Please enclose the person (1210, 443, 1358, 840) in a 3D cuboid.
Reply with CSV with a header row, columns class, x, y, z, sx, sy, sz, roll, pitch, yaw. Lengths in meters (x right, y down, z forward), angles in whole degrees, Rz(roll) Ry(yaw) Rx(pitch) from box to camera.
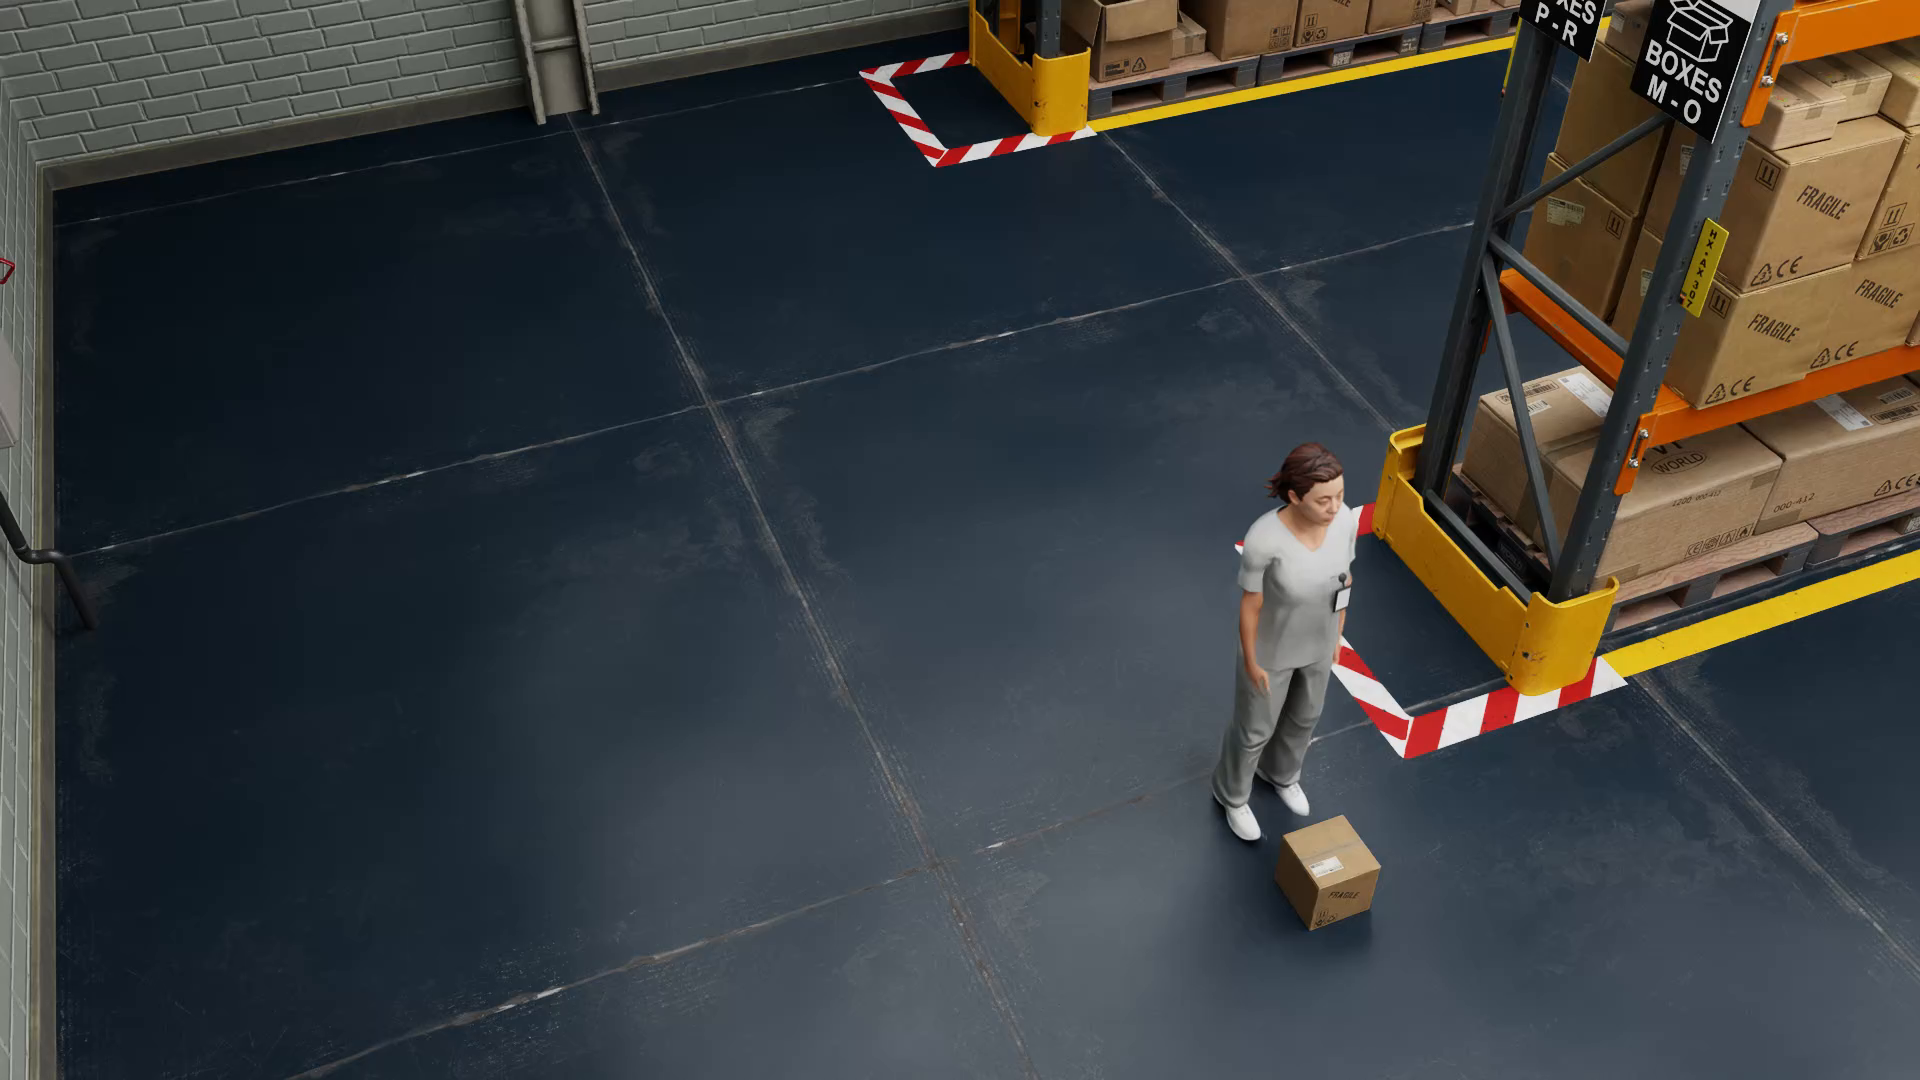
class,x,y,z,sx,sy,sz,roll,pitch,yaw
person,1.135,0.371,5.774,0.439,1.698,0.384,-14,44,-16
